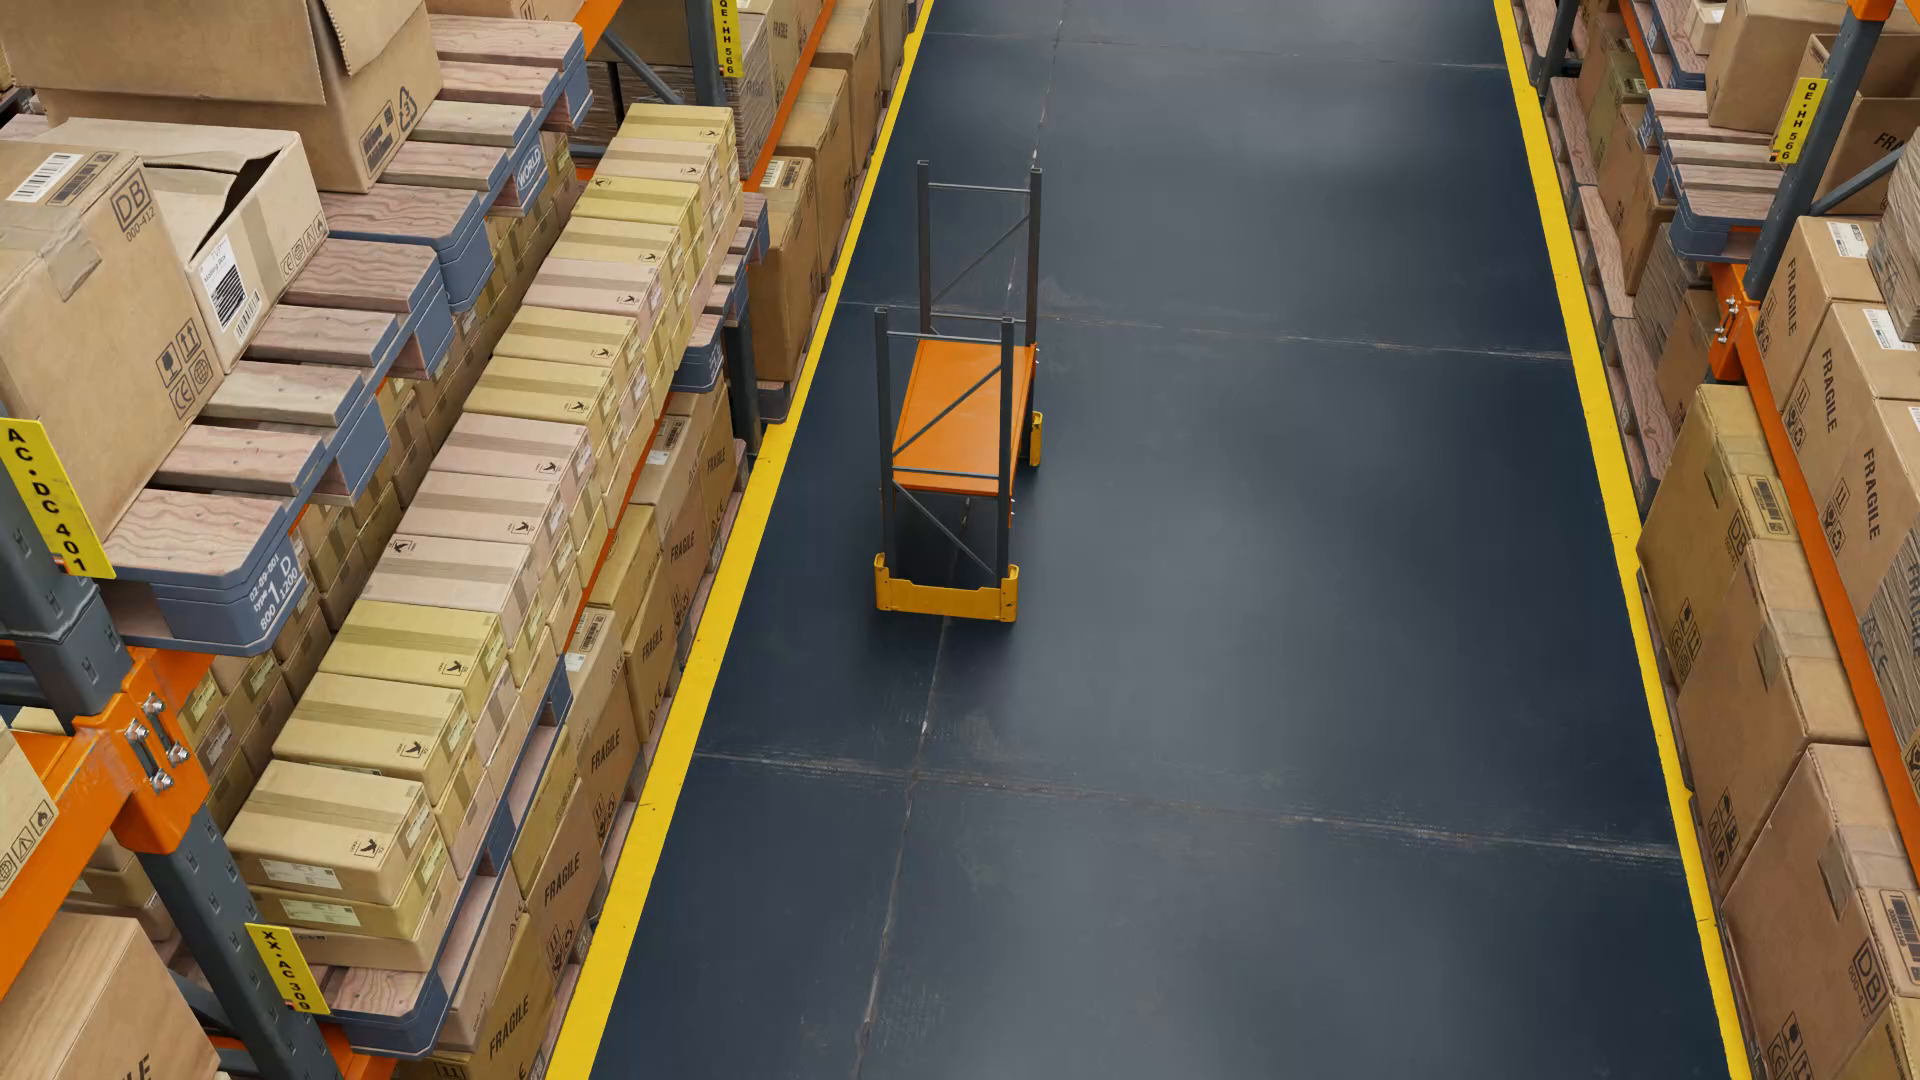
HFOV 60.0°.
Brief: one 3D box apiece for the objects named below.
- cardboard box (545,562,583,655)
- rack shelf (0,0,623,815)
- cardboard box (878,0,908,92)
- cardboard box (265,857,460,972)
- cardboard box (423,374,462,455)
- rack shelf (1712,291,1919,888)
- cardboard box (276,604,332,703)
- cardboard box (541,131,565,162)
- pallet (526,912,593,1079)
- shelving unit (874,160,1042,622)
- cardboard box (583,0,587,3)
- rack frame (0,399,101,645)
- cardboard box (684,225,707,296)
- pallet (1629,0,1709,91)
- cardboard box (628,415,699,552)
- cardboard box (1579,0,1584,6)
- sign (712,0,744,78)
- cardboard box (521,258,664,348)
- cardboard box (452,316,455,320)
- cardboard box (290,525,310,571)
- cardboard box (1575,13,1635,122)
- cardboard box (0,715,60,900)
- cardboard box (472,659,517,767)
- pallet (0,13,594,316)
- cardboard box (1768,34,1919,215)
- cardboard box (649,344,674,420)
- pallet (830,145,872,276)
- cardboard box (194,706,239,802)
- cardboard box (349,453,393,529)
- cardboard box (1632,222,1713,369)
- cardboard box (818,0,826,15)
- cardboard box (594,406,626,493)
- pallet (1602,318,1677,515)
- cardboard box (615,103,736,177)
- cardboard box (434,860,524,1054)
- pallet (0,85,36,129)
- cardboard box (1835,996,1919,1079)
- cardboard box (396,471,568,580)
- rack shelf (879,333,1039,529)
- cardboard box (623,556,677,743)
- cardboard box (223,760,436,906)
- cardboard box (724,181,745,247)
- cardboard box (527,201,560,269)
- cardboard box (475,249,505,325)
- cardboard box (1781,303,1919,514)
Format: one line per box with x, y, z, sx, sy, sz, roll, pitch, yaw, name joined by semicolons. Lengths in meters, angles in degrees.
-1.306;0.180;4.755;0.380;0.149;0.250;3;44;4;cardboard box
-1.685;-1.019;4.486;1.077;0.370;4.000;5;44;6;rack shelf
-0.884;-3.185;9.762;1.050;0.750;0.750;5;44;5;cardboard box
-1.441;0.884;4.012;0.380;0.149;0.250;3;44;3;cardboard box
-1.853;-0.425;5.394;0.380;0.149;0.250;6;44;6;cardboard box
3.218;0.590;4.969;1.077;0.370;4.000;5;44;6;rack shelf
-1.991;0.304;4.624;0.380;0.149;0.250;3;44;3;cardboard box
-1.674;-1.531;6.130;0.380;0.149;0.250;5;44;6;cardboard box
-1.848;1.654;5.350;1.003;0.211;1.213;5;44;6;pallet
0.010;-0.597;6.789;0.587;1.500;1.083;5;44;6;shelving unit
-1.297;-1.925;4.847;0.500;0.500;0.500;5;44;6;cardboard box
-1.949;-1.006;1.768;1.000;3.000;0.127;5;44;6;rack frame
-1.100;-0.984;5.768;0.380;0.149;0.250;6;44;7;cardboard box
3.704;-2.318;7.655;1.003;0.211;1.213;5;44;6;pallet
-1.307;-0.236;6.285;0.500;0.250;0.500;6;44;6;cardboard box
4.172;-3.665;10.452;0.500;0.500;0.500;19;46;19;cardboard box
-0.881;-1.903;6.294;0.100;0.325;0.005;5;44;6;sign
-1.170;-0.760;5.316;0.380;0.149;0.250;5;44;6;cardboard box
-1.813;-0.819;5.378;0.380;0.149;0.250;7;44;7;cardboard box
-1.984;0.065;4.444;0.380;0.149;0.250;5;44;5;cardboard box
3.909;-2.596;9.308;0.700;0.500;0.500;2;43;2;cardboard box
-1.746;0.496;2.472;0.500;0.250;0.500;6;44;7;cardboard box
-1.375;0.423;4.282;0.380;0.149;0.250;6;44;7;cardboard box
-1.628;-0.967;4.045;1.213;0.211;1.003;5;44;6;pallet
3.515;-1.595;6.375;0.500;0.500;0.500;0;43;0;cardboard box
-1.169;-0.540;5.516;0.380;0.149;0.250;3;44;4;cardboard box
-1.078;-1.901;9.104;1.003;0.211;1.213;5;44;6;pallet
-2.058;0.534;4.165;0.380;0.149;0.250;6;44;6;cardboard box
-1.921;-0.185;4.925;0.380;0.149;0.250;5;44;6;cardboard box
3.612;-1.124;7.754;0.700;0.500;0.500;2;43;2;cardboard box
-0.894;-2.902;8.060;0.500;0.500;0.500;5;44;5;cardboard box
-1.236;-0.290;5.036;0.380;0.149;0.250;4;44;5;cardboard box
3.588;-0.554;7.682;1.003;0.211;1.213;5;44;6;pallet
-1.031;-1.456;6.050;0.380;0.149;0.250;4;44;4;cardboard box
-1.589;1.175;4.794;0.500;0.250;0.500;3;44;4;cardboard box
-6.072;-2.284;9.509;1.003;0.211;1.213;5;44;6;pallet
3.019;1.873;4.330;1.225;0.875;0.875;5;44;6;cardboard box
-1.305;-0.041;4.557;0.380;0.149;0.250;5;44;5;cardboard box
0.011;-0.472;6.919;0.538;0.185;1.000;5;44;6;rack shelf
-1.374;0.389;6.170;0.500;0.500;0.500;3;44;4;cardboard box
-1.441;0.668;3.807;0.380;0.149;0.250;7;44;8;cardboard box
-1.030;-1.237;6.252;0.380;0.149;0.250;6;44;6;cardboard box
-1.715;-1.146;6.156;0.380;0.149;0.250;7;44;8;cardboard box
-1.782;-0.873;5.651;0.380;0.149;0.250;5;44;6;cardboard box
3.083;-0.412;5.431;0.500;0.500;0.500;4;44;4;cardboard box
